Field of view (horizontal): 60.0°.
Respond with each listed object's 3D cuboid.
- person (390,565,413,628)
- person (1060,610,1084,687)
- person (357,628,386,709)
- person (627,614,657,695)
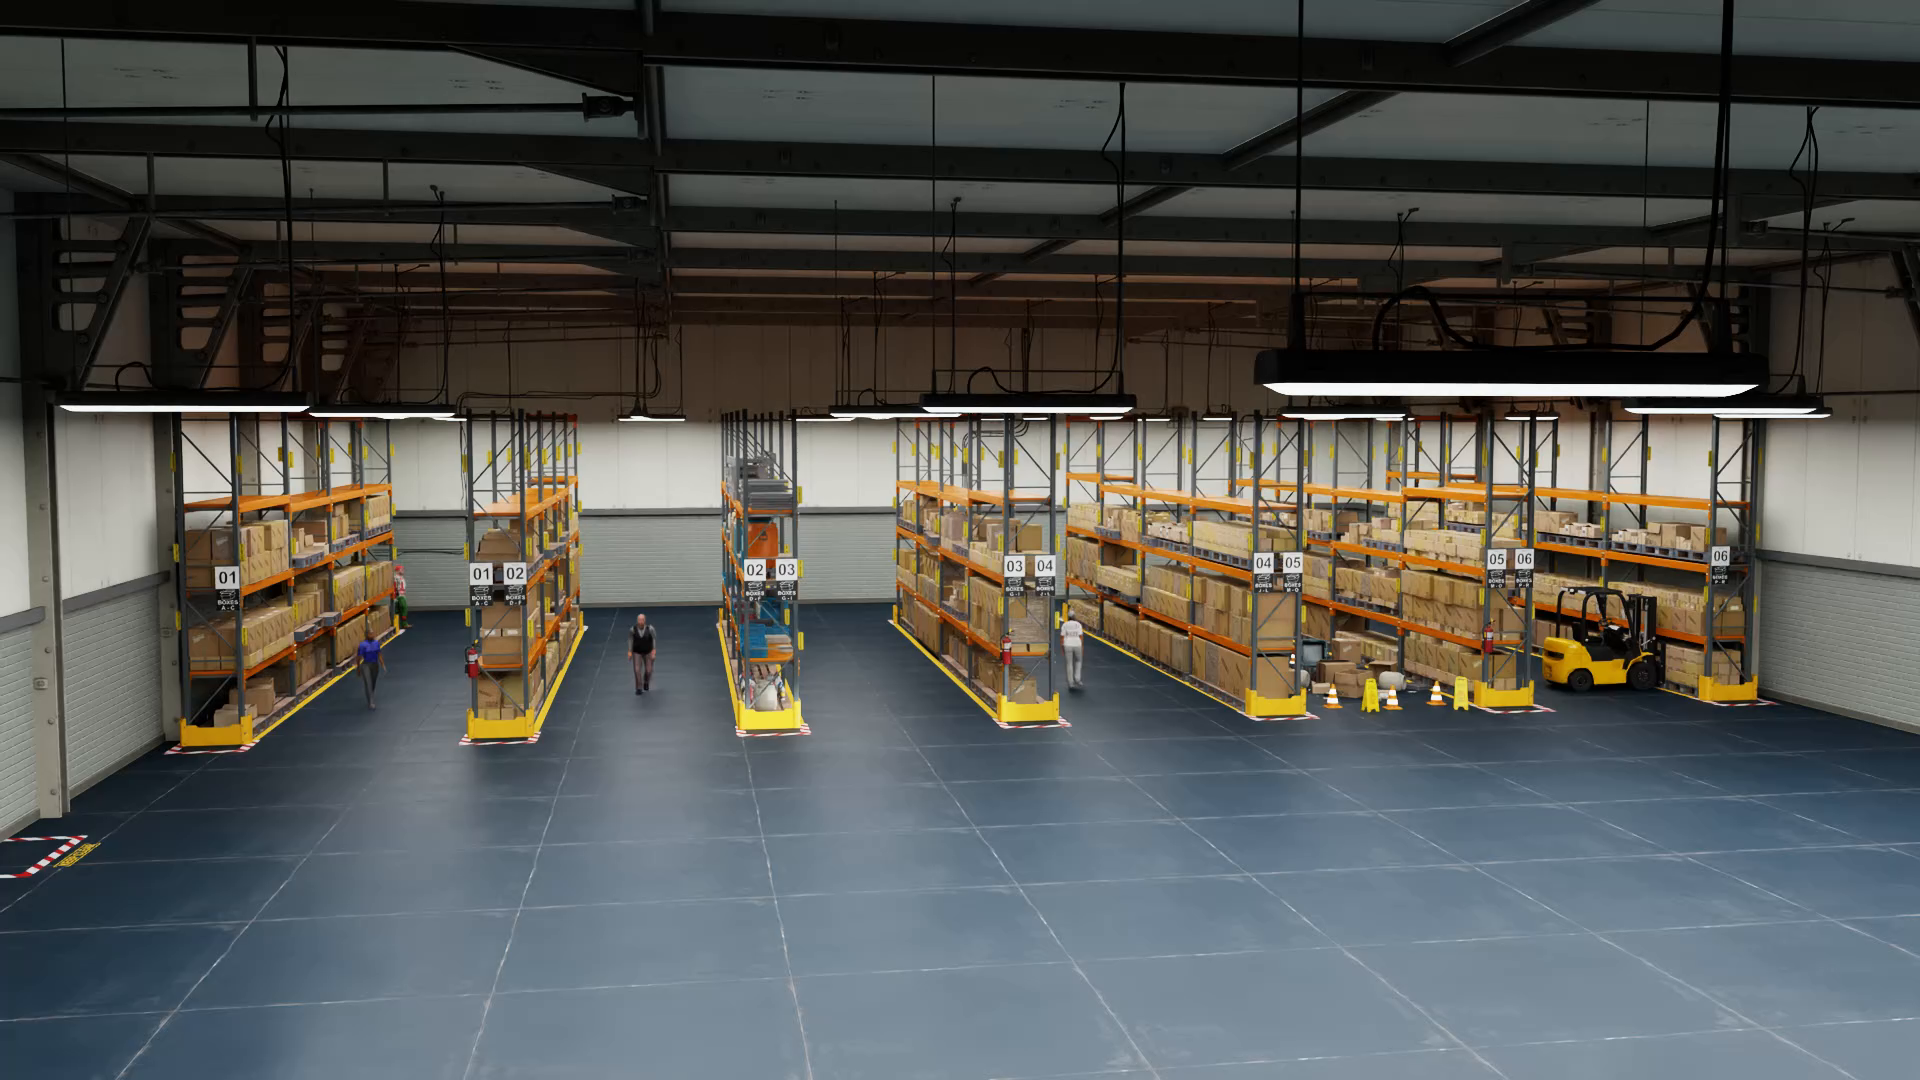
[{"bbox_3d":[-15.752,1.585,46.538,0.832,1.772,0.513,-1,4,-14],"label":"person"},{"bbox_3d":[2.437,2.371,36.246,0.512,1.672,0.492,0,4,2],"label":"person"},{"bbox_3d":[-11.906,2.560,33.578,0.528,1.591,1.079,-3,5,-35],"label":"person"},{"bbox_3d":[-6.762,2.415,35.391,0.633,1.707,0.601,-1,4,-8],"label":"person"}]
